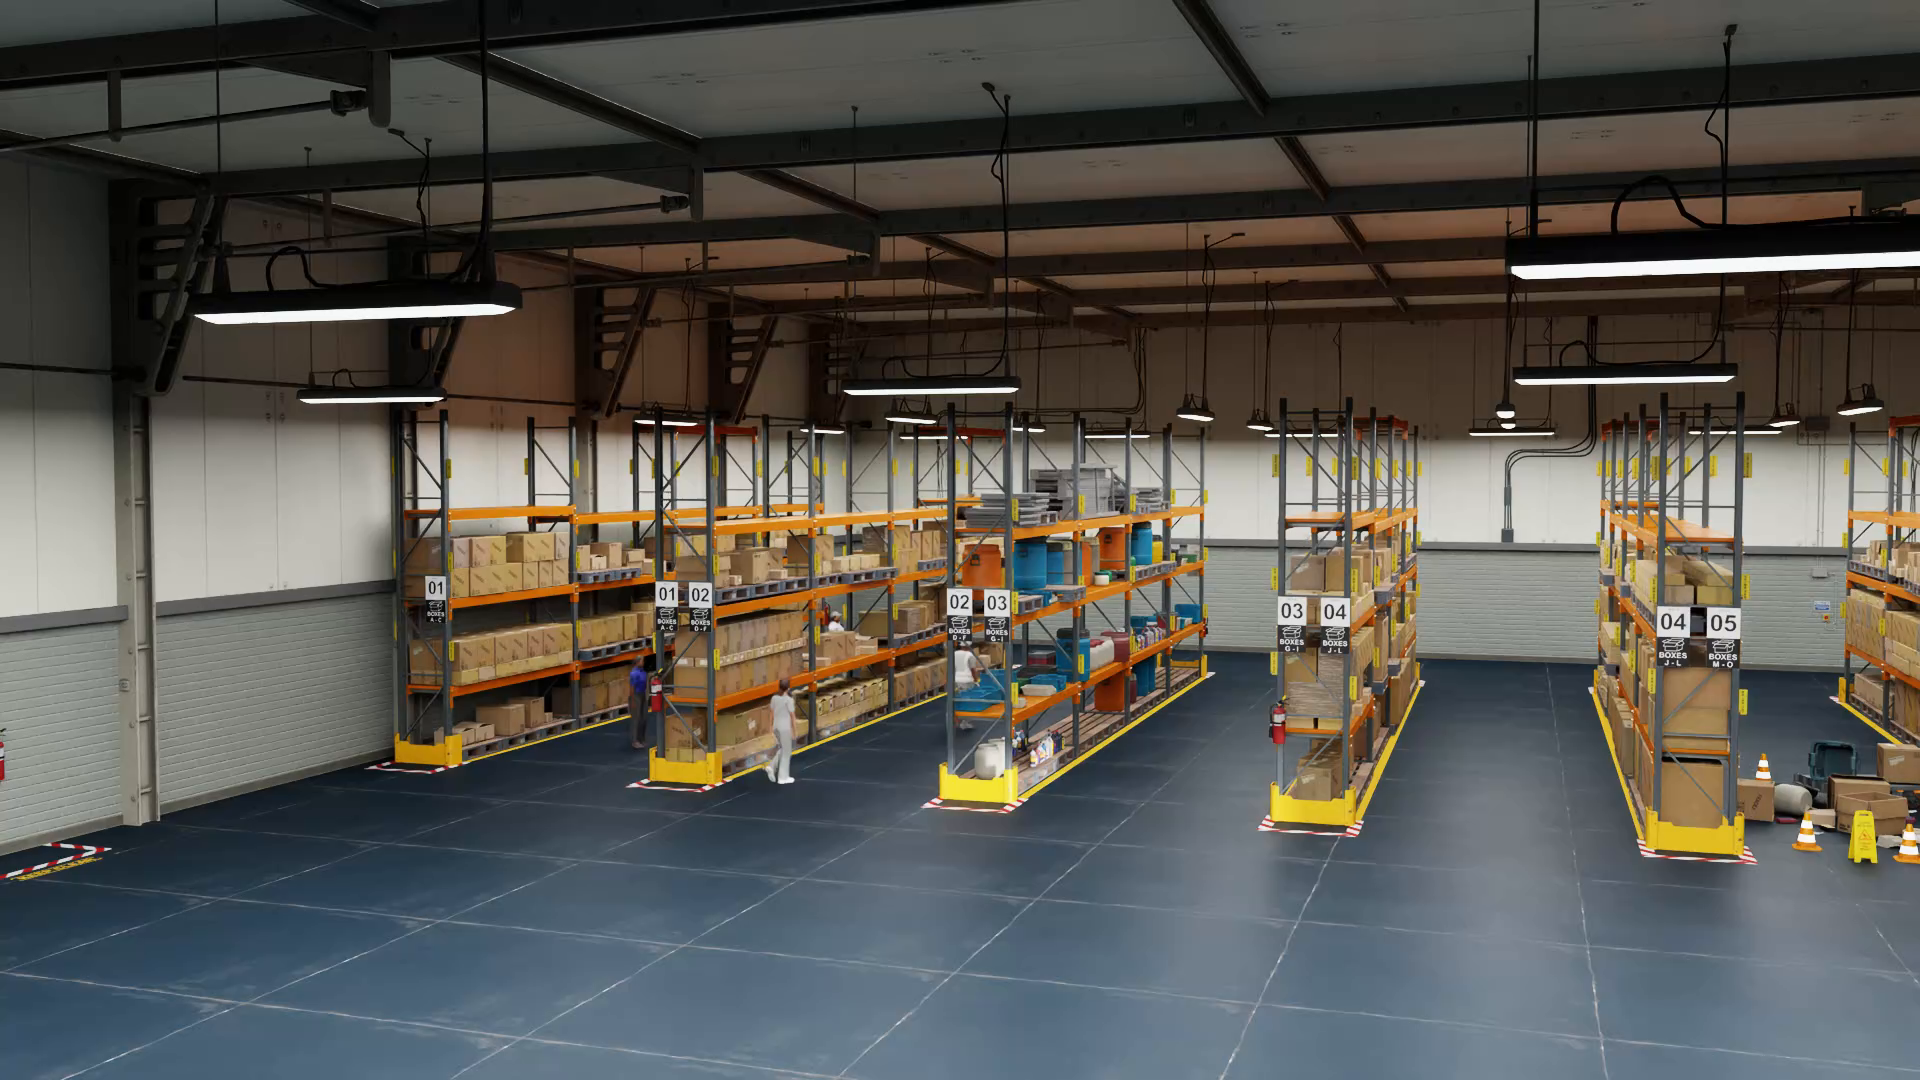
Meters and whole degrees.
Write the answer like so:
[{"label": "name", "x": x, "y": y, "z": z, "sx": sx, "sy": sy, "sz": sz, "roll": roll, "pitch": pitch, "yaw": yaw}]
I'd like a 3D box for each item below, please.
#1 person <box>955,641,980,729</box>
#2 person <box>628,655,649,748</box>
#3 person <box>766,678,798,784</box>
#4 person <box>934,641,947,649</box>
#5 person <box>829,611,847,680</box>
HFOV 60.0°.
[{"label": "person", "x": 0.108, "y": 2.727, "z": 31.857, "sx": 0.470, "sy": 1.780, "sz": 0.551, "roll": -2, "pitch": 3, "yaw": -35}, {"label": "person", "x": -5.786, "y": 2.939, "z": 29.950, "sx": 0.334, "sy": 1.730, "sz": 0.524, "roll": 1, "pitch": 3, "yaw": 15}, {"label": "person", "x": -2.811, "y": 3.025, "z": 26.366, "sx": 0.479, "sy": 1.664, "sz": 0.456, "roll": -2, "pitch": 3, "yaw": -39}, {"label": "person", "x": -0.447, "y": 2.185, "z": 45.925, "sx": 0.464, "sy": 1.682, "sz": 0.493, "roll": -2, "pitch": 3, "yaw": -33}, {"label": "person", "x": -2.829, "y": 2.508, "z": 39.087, "sx": 0.550, "sy": 1.656, "sz": 0.548, "roll": 2, "pitch": 3, "yaw": 36}]
